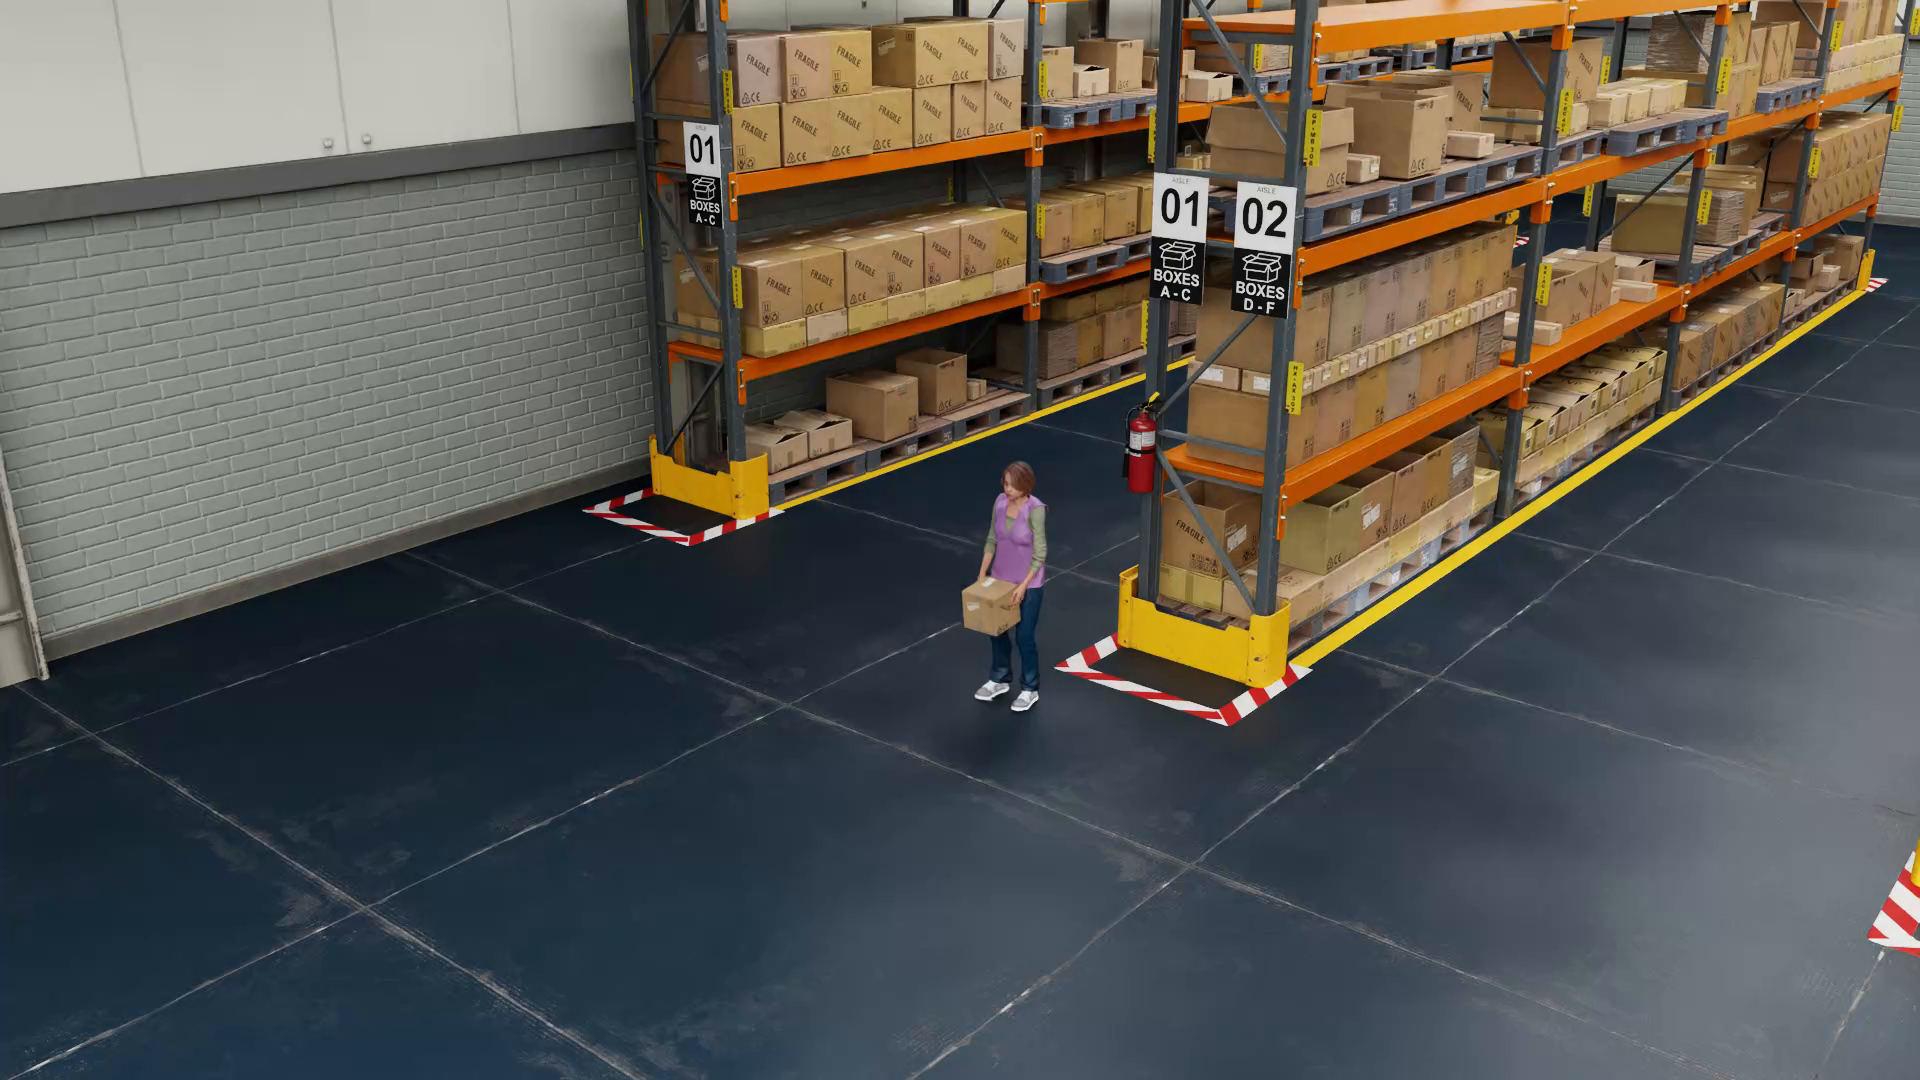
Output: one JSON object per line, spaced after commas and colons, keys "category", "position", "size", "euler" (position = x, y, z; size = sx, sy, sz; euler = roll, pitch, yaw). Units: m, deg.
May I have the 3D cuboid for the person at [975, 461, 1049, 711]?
{"category": "person", "position": [0.332, 0.278, 10.336], "size": [0.444, 1.602, 0.384], "euler": [15, 25, 35]}
